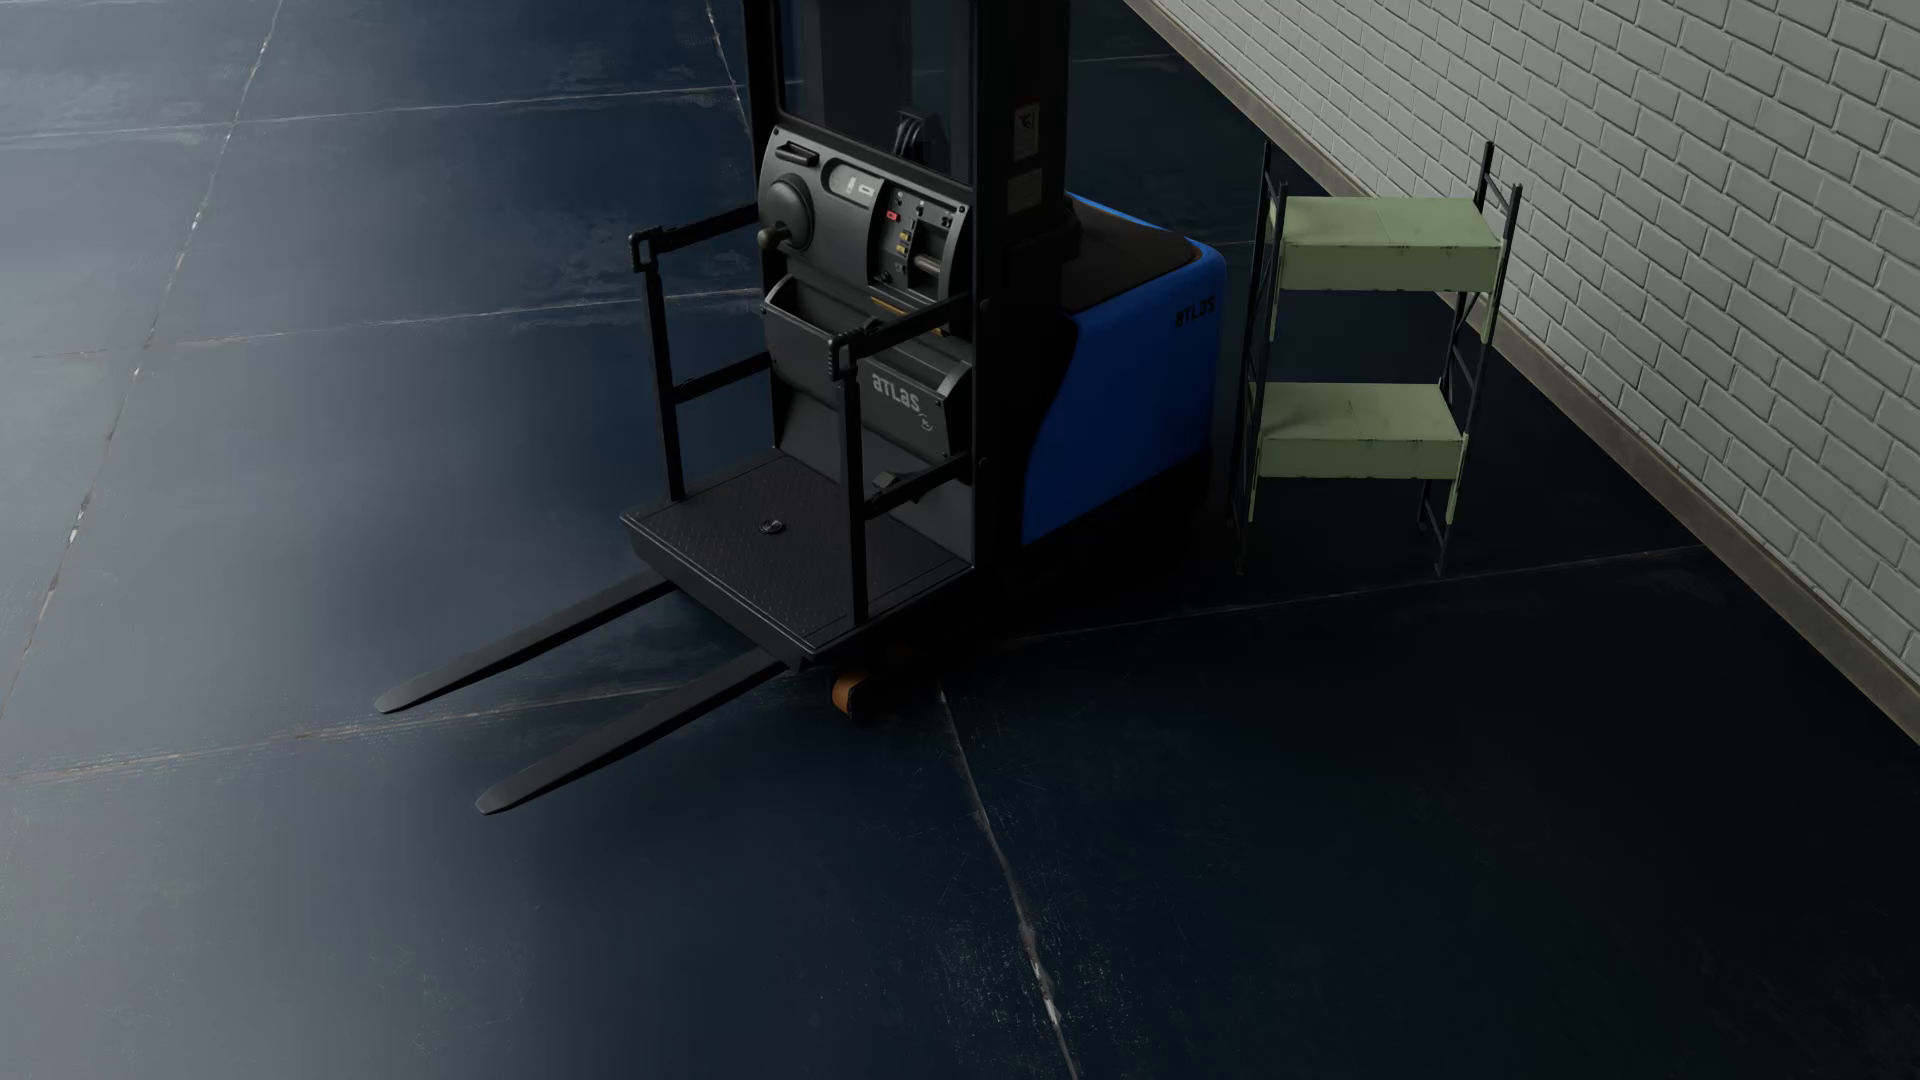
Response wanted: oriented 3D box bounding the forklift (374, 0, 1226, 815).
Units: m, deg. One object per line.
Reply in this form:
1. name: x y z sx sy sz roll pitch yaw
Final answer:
1. forklift: -0.467 -0.969 5.063 3.031 2.935 1.130 -28 43 -35

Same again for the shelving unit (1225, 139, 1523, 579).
1. shelving unit: 1.390 -0.598 5.795 0.755 1.500 0.431 1 34 1

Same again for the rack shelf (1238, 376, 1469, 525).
1. rack shelf: 1.390 -0.327 5.976 0.720 0.370 0.431 1 34 1

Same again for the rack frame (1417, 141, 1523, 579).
1. rack frame: 1.756 -0.593 5.787 0.023 1.500 0.400 1 34 1

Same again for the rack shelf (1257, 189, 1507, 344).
1. rack shelf: 1.390 -0.922 5.577 0.720 0.370 0.431 1 34 1

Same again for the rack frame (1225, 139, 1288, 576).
1. rack frame: 1.024 -0.603 5.802 0.023 1.500 0.400 1 34 1
